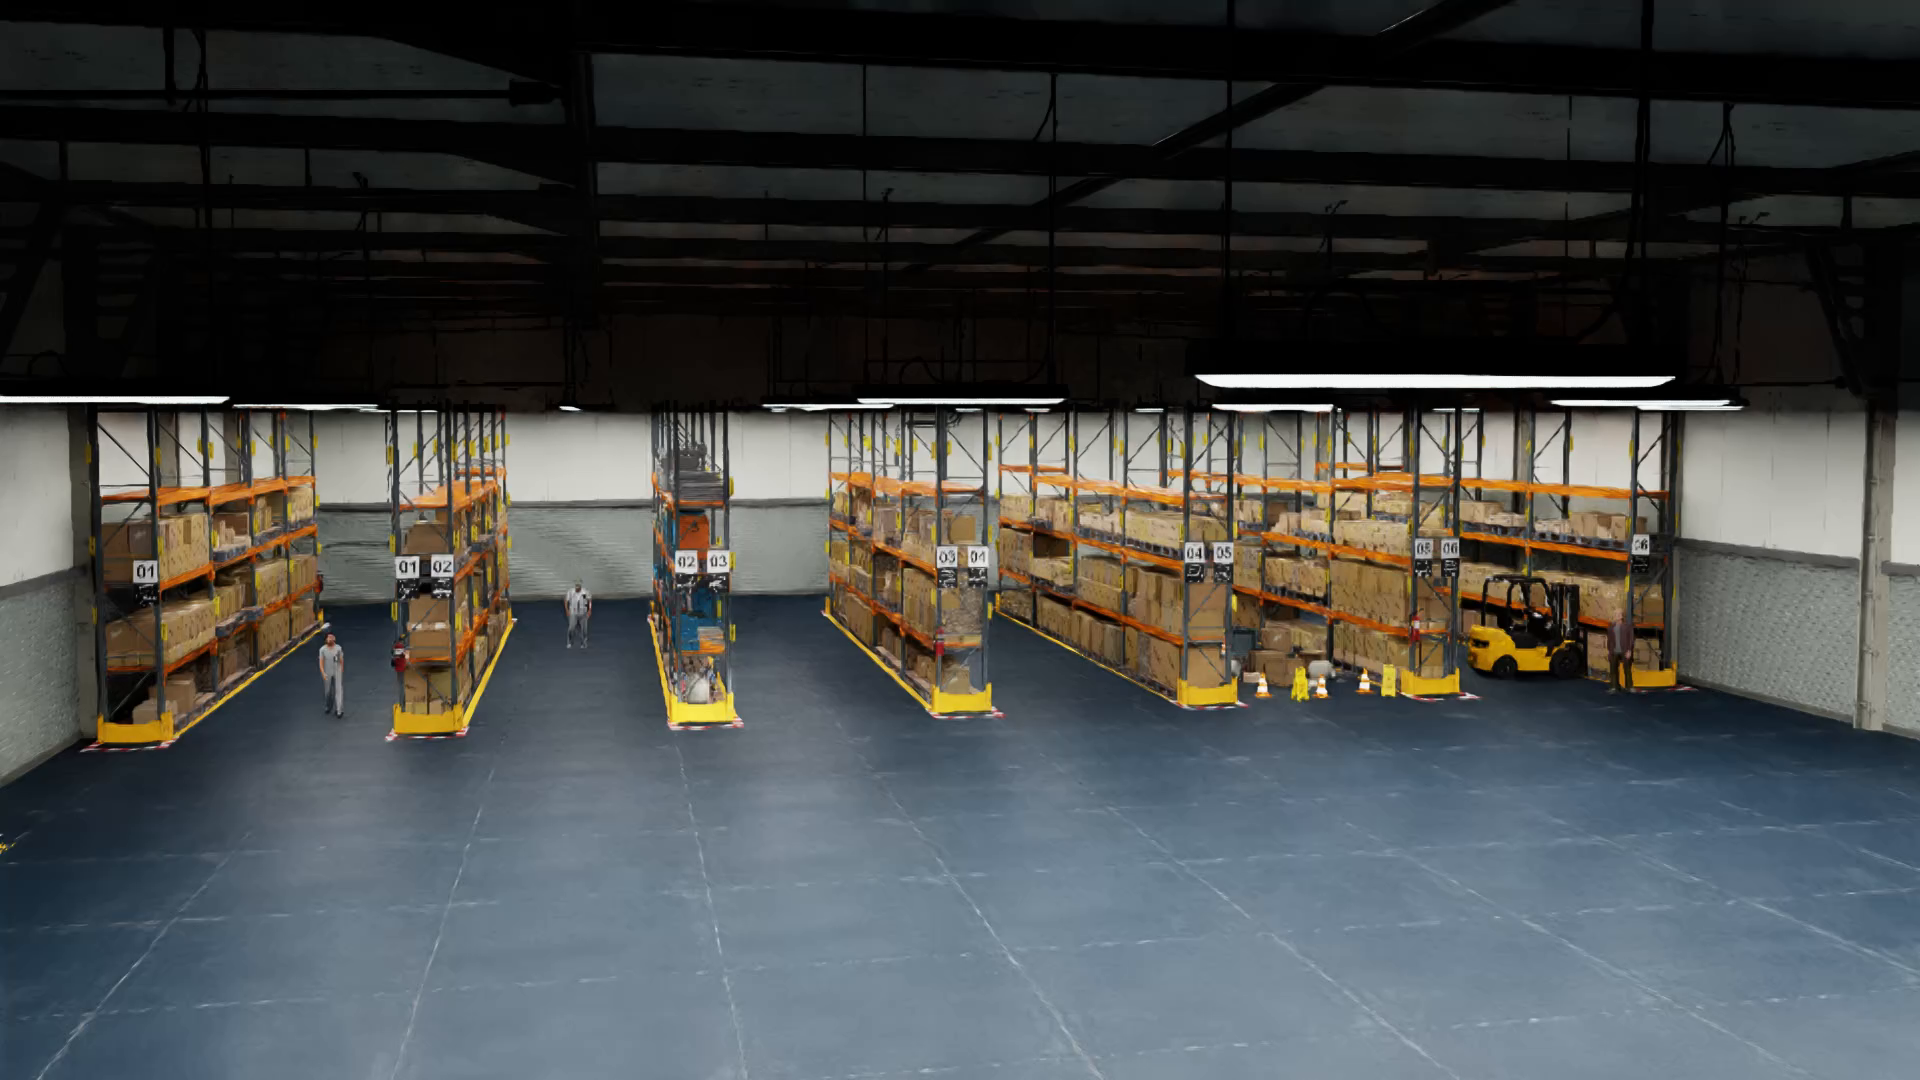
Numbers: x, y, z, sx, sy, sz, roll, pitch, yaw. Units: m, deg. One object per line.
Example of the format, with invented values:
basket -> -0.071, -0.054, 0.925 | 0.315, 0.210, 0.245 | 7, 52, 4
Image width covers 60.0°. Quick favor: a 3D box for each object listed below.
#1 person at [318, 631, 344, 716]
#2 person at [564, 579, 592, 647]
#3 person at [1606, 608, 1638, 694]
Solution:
person -> -11.957, 2.525, 31.613 | 0.444, 1.601, 1.016 | -2, 5, -20
person -> -9.403, 1.789, 40.949 | 0.682, 1.711, 0.542 | -1, 4, -14
person -> 13.573, 2.275, 34.123 | 0.675, 1.766, 0.618 | -4, 6, -45
